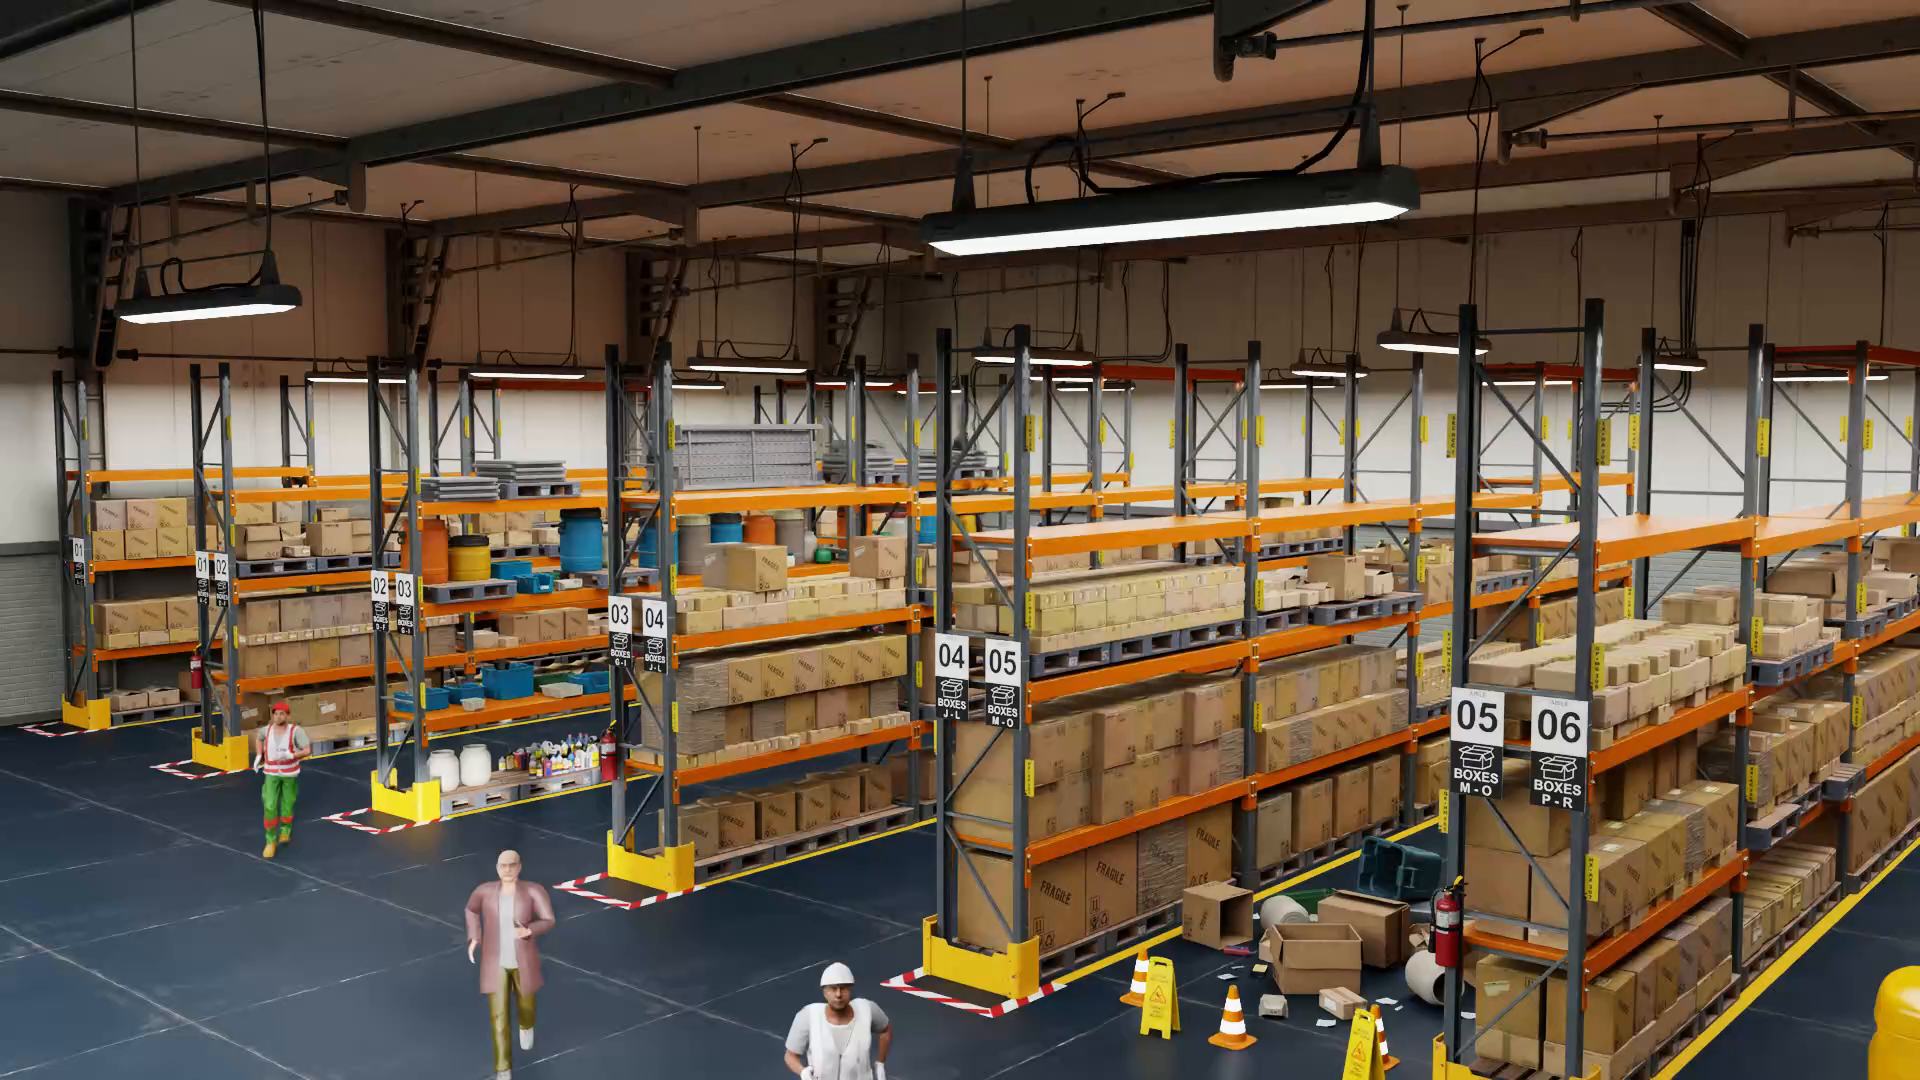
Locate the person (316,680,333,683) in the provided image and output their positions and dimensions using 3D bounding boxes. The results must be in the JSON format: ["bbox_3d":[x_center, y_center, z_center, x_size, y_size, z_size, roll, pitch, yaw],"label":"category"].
[{"bbox_3d":[-10.822,2.298,28.293,0.549,1.628,0.640,3,5,35],"label":"person"}]

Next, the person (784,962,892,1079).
[{"bbox_3d":[-0.766,3.538,10.384,0.659,1.829,0.759,0,4,0],"label":"person"}]

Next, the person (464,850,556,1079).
[{"bbox_3d":[-3.553,3.320,13.123,0.714,1.754,1.035,-1,4,-12],"label":"person"}]

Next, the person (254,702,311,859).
[{"bbox_3d":[-8.106,2.832,19.917,0.650,1.815,0.736,-1,4,-17],"label":"person"}]
